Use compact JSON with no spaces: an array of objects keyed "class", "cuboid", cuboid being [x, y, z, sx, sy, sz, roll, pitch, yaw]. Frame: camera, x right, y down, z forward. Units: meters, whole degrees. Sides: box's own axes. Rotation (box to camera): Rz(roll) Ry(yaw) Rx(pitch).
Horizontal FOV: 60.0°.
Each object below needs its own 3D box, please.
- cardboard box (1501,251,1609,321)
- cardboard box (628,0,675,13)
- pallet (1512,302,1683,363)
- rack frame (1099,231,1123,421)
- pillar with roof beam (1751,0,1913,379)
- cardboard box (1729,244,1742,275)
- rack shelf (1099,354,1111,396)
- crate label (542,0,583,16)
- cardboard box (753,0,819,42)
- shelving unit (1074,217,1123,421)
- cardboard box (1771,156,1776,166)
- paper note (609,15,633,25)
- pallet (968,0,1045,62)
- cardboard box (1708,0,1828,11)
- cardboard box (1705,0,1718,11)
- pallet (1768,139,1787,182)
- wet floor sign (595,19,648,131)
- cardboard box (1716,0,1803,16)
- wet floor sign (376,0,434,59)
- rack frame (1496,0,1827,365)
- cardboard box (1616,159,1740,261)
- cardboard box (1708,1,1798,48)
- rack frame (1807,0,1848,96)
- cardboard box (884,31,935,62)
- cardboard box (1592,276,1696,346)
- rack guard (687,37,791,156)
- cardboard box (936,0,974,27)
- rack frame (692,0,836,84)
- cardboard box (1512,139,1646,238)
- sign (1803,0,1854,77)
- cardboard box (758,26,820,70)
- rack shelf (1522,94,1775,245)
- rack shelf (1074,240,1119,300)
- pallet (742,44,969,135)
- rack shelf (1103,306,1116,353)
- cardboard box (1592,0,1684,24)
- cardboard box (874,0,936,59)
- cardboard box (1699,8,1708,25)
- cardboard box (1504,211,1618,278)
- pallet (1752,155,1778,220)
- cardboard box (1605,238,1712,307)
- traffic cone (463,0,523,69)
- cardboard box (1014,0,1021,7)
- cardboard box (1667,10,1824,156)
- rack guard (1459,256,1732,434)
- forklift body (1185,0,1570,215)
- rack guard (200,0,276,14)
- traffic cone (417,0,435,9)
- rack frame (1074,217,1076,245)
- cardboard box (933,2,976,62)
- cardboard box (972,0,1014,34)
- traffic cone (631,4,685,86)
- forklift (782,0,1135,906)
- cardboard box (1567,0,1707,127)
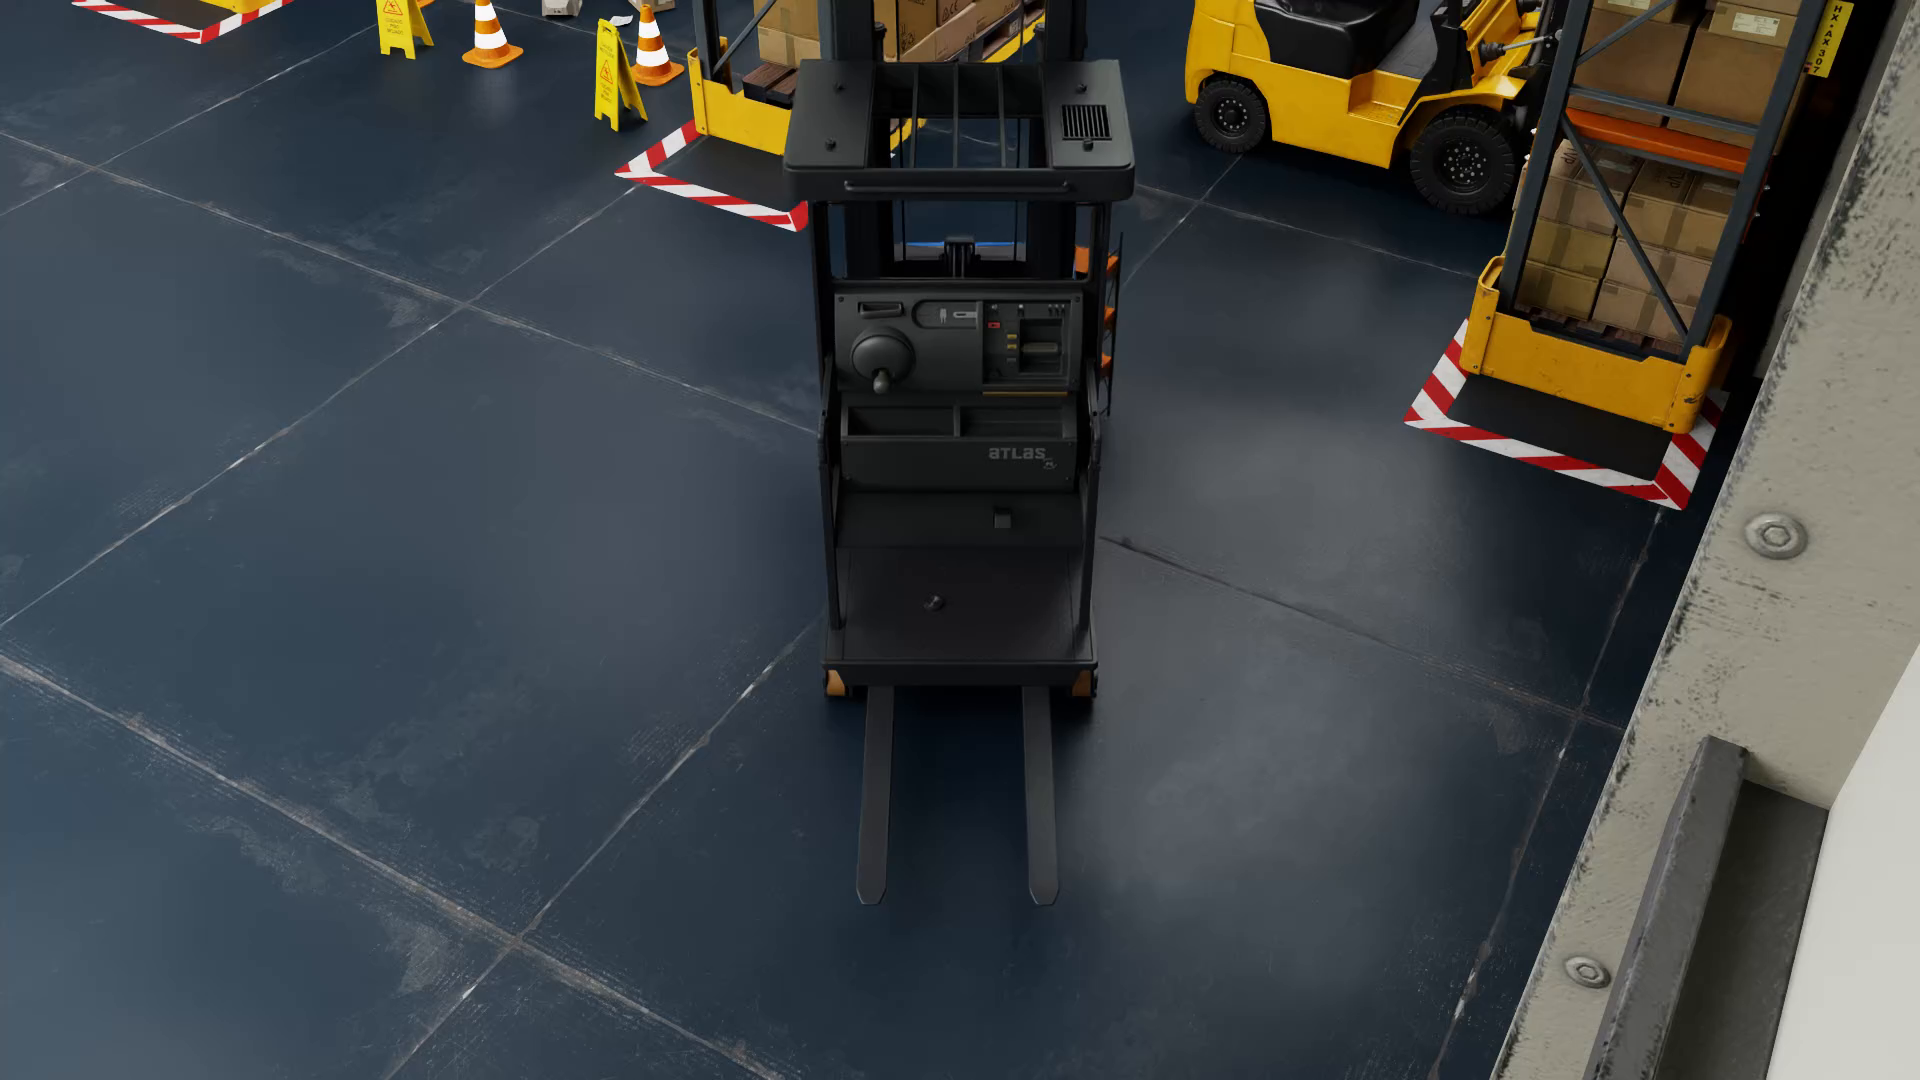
[{"class":"cardboard box","cuboid":[3.121,-1.432,8.685,0.500,0.250,0.500,21,46,22]},{"class":"cardboard box","cuboid":[-2.234,-3.921,11.905,0.250,0.149,0.380,-21,45,-22]},{"class":"pallet","cuboid":[3.506,-1.338,8.926,1.003,0.211,1.213,21,45,22]},{"class":"rack frame","cuboid":[0.690,-0.955,7.856,0.008,1.050,0.200,22,46,23]},{"class":"pillar with roof beam","cuboid":[0.561,-5.709,7.239,9.100,9.000,0.400,21,45,22]},{"class":"cardboard box","cuboid":[3.850,-1.555,8.825,0.500,0.250,0.500,21,46,22]},{"class":"rack shelf","cuboid":[0.586,-0.781,8.094,0.240,0.259,0.215,22,46,23]},{"class":"crate label","cuboid":[-2.833,-3.814,11.793,0.250,0.136,0.298,0,41,0]},{"class":"cardboard box","cuboid":[-0.965,-3.525,10.494,0.500,0.500,0.500,21,46,22]},{"class":"shelving unit","cuboid":[0.586,-0.997,7.904,0.252,1.050,0.215,22,46,23]},{"class":"cardboard box","cuboid":[4.589,-2.426,9.814,0.500,0.250,0.500,21,46,22]},{"class":"paper note","cuboid":[-2.391,-3.658,11.696,0.148,0.019,0.142,7,42,8]},{"class":"pallet","cuboid":[-0.054,-3.718,11.628,1.003,0.211,1.213,21,45,22]},{"class":"cardboard box","cuboid":[3.889,-2.468,8.023,0.500,0.500,0.500,22,46,23]},{"class":"cardboard box","cuboid":[3.622,-2.485,7.551,0.380,0.149,0.250,21,45,22]},{"class":"pallet","cuboid":[4.727,-2.735,10.511,1.003,0.211,1.213,21,45,22]},{"class":"wet floor sign","cuboid":[-2.162,-2.934,10.410,0.232,0.644,0.267,-29,49,-29]},{"class":"cardboard box","cuboid":[3.512,-2.448,7.284,0.380,0.149,0.250,20,45,21]},{"class":"wet floor sign","cuboid":[-3.777,-3.597,11.162,0.267,0.644,0.232,14,43,15]},{"class":"rack frame","cuboid":[3.159,-1.933,7.491,1.000,3.000,0.127,21,45,22]},{"class":"cardboard box","cuboid":[3.564,-1.647,8.172,0.500,0.250,0.500,20,45,21]},{"class":"cardboard box","cuboid":[3.553,-2.323,7.367,0.380,0.149,0.250,20,45,21]},{"class":"rack frame","cuboid":[5.161,-4.222,10.090,1.000,3.000,0.127,21,45,22]},{"class":"cardboard box","cuboid":[-0.497,-3.069,10.543,0.500,0.250,0.500,21,45,22]},{"class":"cardboard box","cuboid":[3.574,-1.275,8.507,0.500,0.250,0.500,21,46,22]},{"class":"rack guard","cuboid":[-1.102,-2.678,10.229,1.175,0.500,0.348,21,45,22]},{"class":"cardboard box","cuboid":[-0.228,-3.665,10.652,0.500,0.500,0.500,19,45,21]},{"class":"rack frame","cuboid":[-1.140,-3.573,9.353,1.000,3.000,0.127,21,45,22]},{"class":"cardboard box","cuboid":[3.120,-1.801,8.347,0.500,0.250,0.500,22,46,23]},{"class":"sign","cuboid":[3.637,-2.101,6.967,0.100,0.325,0.005,21,45,22]},{"class":"cardboard box","cuboid":[-0.957,-3.264,10.765,0.500,0.250,0.500,21,45,22]},{"class":"rack shelf","cuboid":[4.160,-2.808,9.029,1.077,0.370,4.000,21,45,22]},{"class":"rack shelf","cuboid":[0.586,-1.202,7.723,0.240,0.259,0.215,22,46,23]},{"class":"pallet","cuboid":[-0.665,-3.023,10.839,1.003,0.211,1.213,21,45,22]},{"class":"rack shelf","cuboid":[0.586,-0.989,7.911,0.240,0.259,0.215,22,46,23]},{"class":"cardboard box","cuboid":[3.090,-2.505,7.574,0.380,0.149,0.250,22,46,23]},{"class":"cardboard box","cuboid":[-0.486,-3.364,10.311,0.500,0.500,0.500,19,45,21]},{"class":"cardboard box","cuboid":[3.446,-2.633,8.210,0.500,0.500,0.500,22,46,23]},{"class":"cardboard box","cuboid":[3.132,-1.629,8.530,0.500,0.250,0.500,20,45,22]},{"class":"pallet","cuboid":[4.117,-2.034,9.715,1.003,0.211,1.213,21,45,22]},{"class":"cardboard box","cuboid":[3.574,-1.447,8.324,0.500,0.250,0.500,22,46,23]},{"class":"traffic cone","cuboid":[-3.173,-3.466,11.151,0.336,0.463,0.334,21,45,22]},{"class":"cardboard box","cuboid":[0.282,-3.963,11.559,0.500,0.250,0.500,22,46,23]},{"class":"cardboard box","cuboid":[3.648,-2.163,7.676,0.500,0.500,0.500,22,46,23]},{"class":"rack guard","cuboid":[3.147,-0.982,8.302,1.175,0.500,0.348,21,45,22]},{"class":"forklift body","cuboid":[2.529,-3.303,9.689,2.313,2.155,1.214,21,45,22]},{"class":"rack guard","cuboid":[-5.488,-4.200,11.957,1.175,0.500,0.348,21,45,22]},{"class":"traffic cone","cuboid":[-3.981,-4.034,11.797,0.336,0.463,0.334,21,45,22]},{"class":"rack frame","cuboid":[0.481,-1.039,7.951,0.008,1.050,0.200,22,46,23]},{"class":"cardboard box","cuboid":[-0.235,-3.358,10.872,0.500,0.250,0.500,23,46,24]},{"class":"cardboard box","cuboid":[0.027,-3.675,11.231,0.500,0.250,0.500,24,47,25]},{"class":"traffic cone","cuboid":[-2.042,-3.293,10.955,0.336,0.463,0.334,21,45,22]},{"class":"forklift","cuboid":[-0.002,-0.664,6.102,1.130,2.935,3.031,0,41,0]},{"class":"cardboard box","cuboid":[3.178,-2.339,7.877,0.500,0.500,0.500,20,45,21]}]
